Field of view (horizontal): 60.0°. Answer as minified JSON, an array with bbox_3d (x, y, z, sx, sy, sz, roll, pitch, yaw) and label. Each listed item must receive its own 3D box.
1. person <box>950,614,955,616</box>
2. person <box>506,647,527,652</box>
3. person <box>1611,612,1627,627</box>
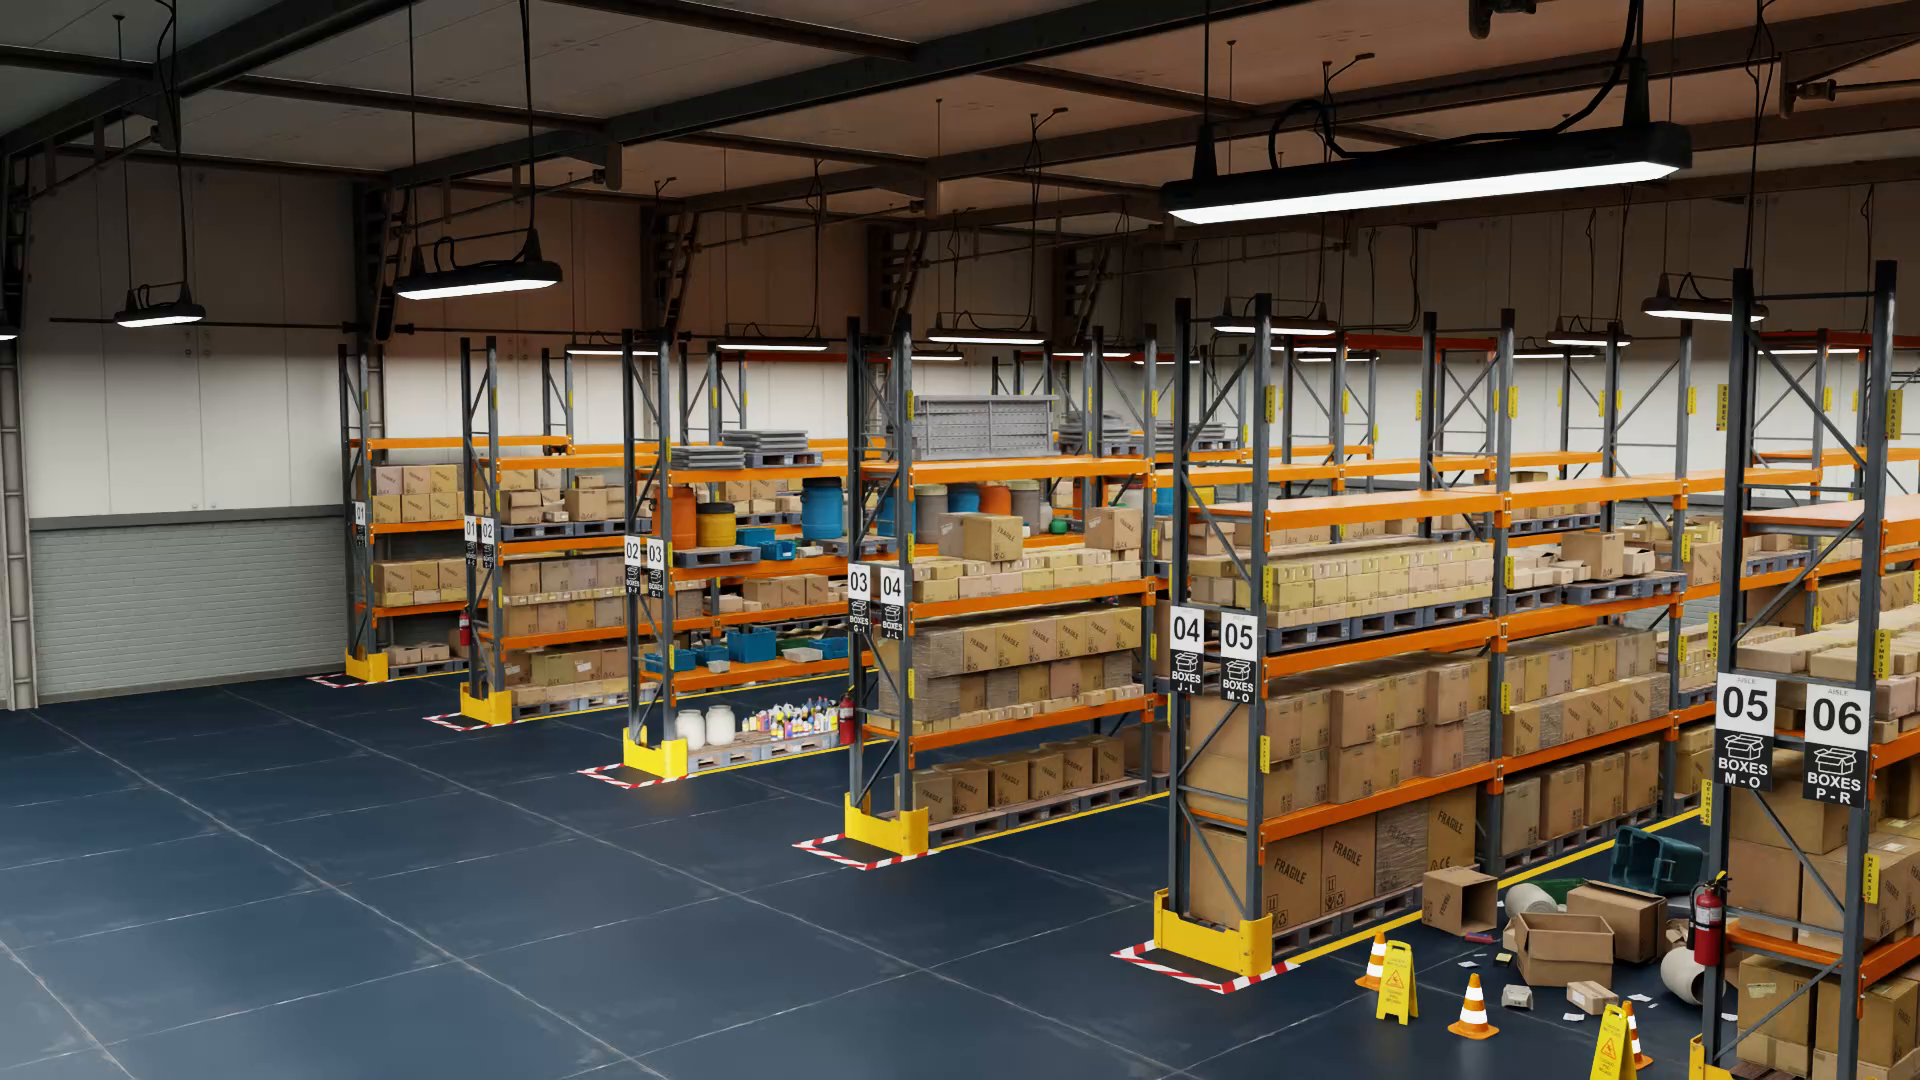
[{"bbox_3d":[-0.268,1.495,30.435,0.442,1.376,0.971,5,7,42],"label":"person"},{"bbox_3d":[-8.022,1.617,29.671,0.555,1.769,0.618,-3,6,-28],"label":"person"},{"bbox_3d":[12.844,1.393,32.391,0.968,1.741,0.516,4,6,38],"label":"person"}]
